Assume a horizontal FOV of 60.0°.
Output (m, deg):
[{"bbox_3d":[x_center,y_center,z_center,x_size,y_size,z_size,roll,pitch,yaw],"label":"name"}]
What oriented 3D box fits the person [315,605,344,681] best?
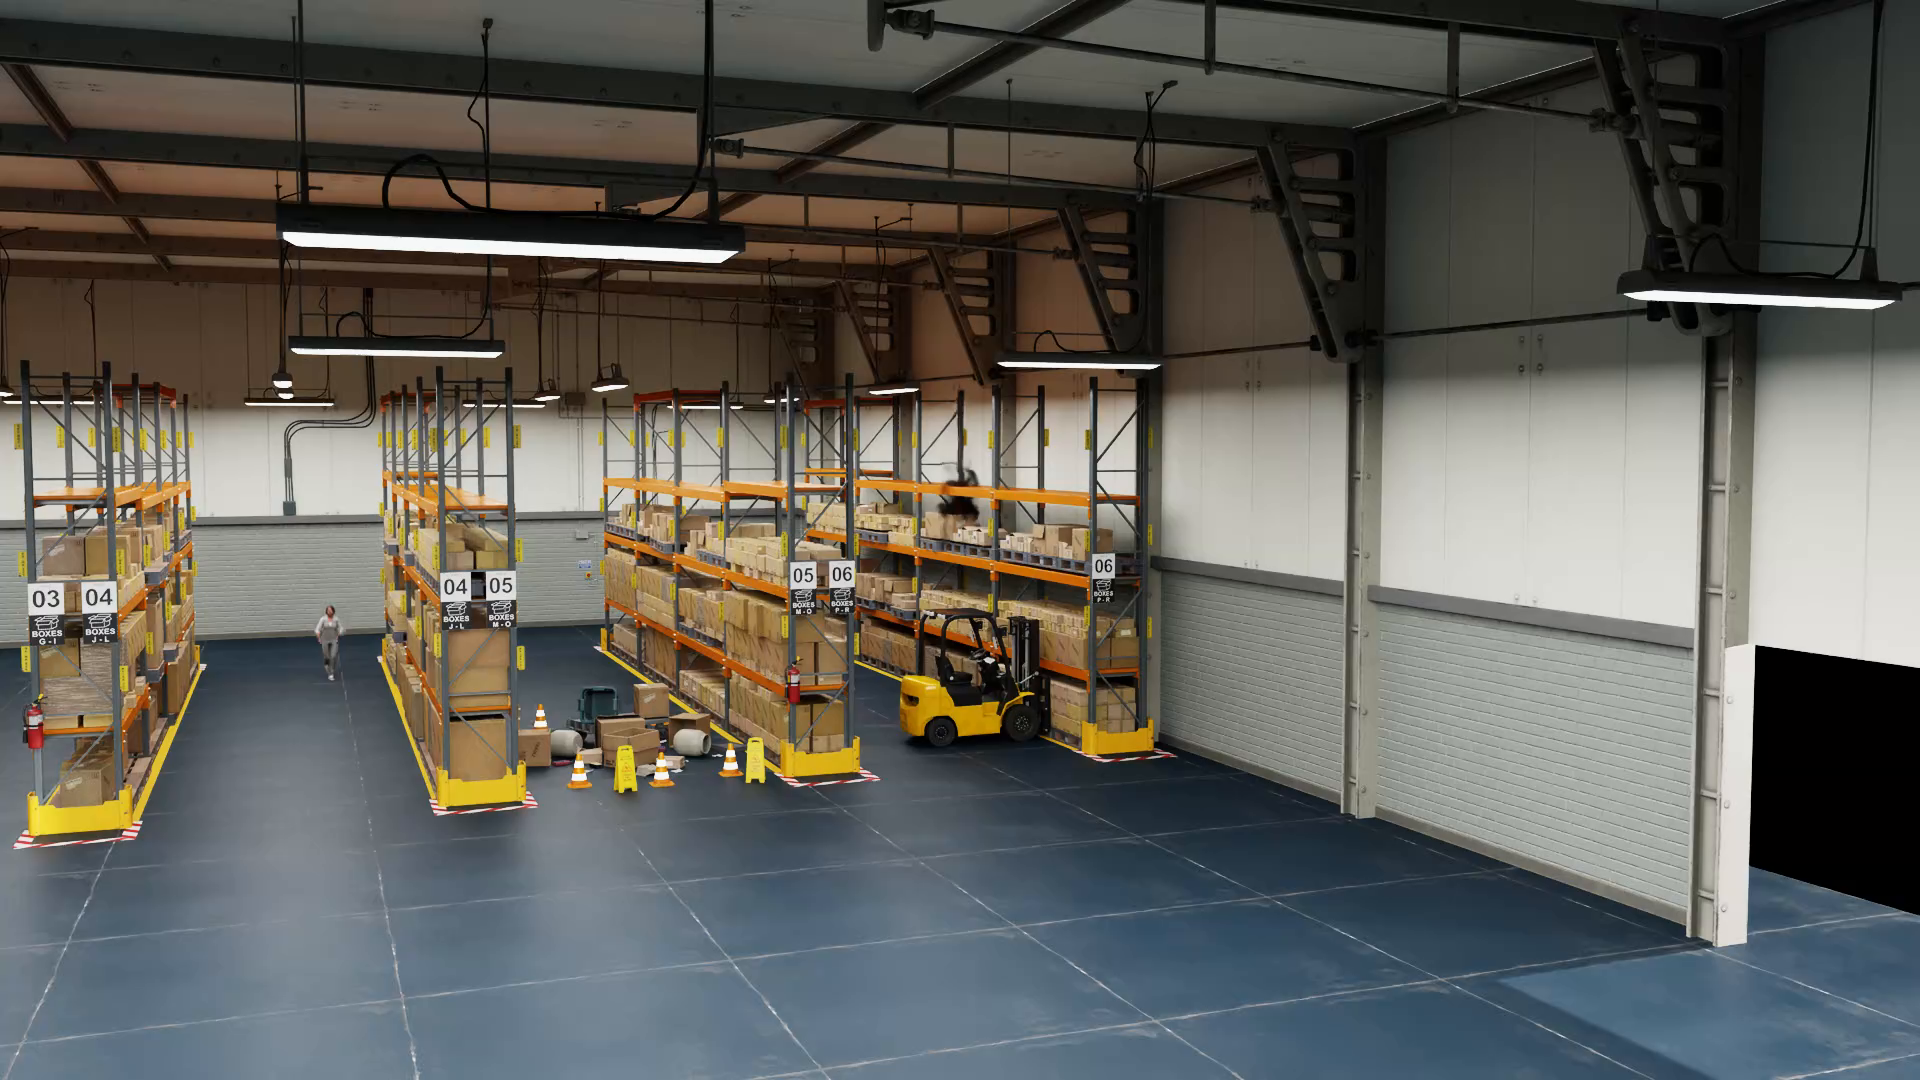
[{"bbox_3d":[-13.190,2.145,34.813,0.557,1.565,0.577,-1,4,-23],"label":"person"}]
